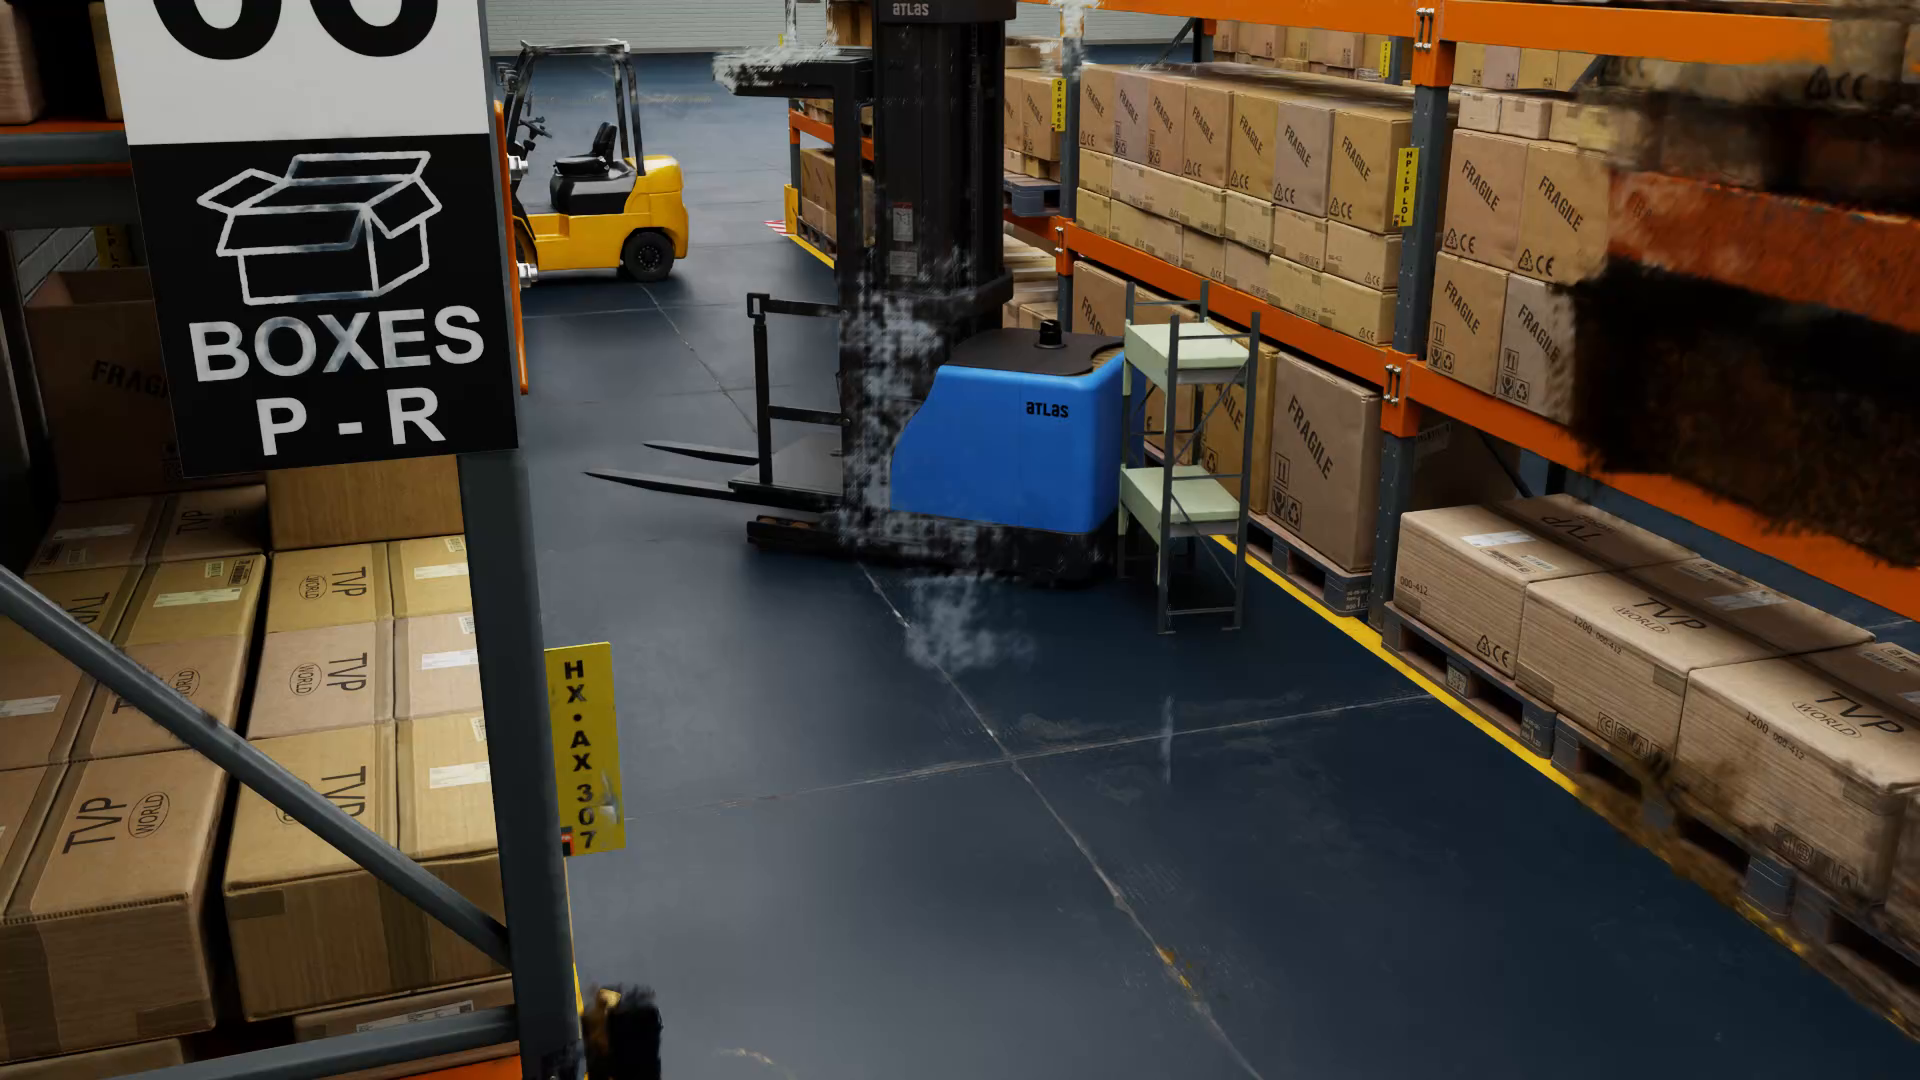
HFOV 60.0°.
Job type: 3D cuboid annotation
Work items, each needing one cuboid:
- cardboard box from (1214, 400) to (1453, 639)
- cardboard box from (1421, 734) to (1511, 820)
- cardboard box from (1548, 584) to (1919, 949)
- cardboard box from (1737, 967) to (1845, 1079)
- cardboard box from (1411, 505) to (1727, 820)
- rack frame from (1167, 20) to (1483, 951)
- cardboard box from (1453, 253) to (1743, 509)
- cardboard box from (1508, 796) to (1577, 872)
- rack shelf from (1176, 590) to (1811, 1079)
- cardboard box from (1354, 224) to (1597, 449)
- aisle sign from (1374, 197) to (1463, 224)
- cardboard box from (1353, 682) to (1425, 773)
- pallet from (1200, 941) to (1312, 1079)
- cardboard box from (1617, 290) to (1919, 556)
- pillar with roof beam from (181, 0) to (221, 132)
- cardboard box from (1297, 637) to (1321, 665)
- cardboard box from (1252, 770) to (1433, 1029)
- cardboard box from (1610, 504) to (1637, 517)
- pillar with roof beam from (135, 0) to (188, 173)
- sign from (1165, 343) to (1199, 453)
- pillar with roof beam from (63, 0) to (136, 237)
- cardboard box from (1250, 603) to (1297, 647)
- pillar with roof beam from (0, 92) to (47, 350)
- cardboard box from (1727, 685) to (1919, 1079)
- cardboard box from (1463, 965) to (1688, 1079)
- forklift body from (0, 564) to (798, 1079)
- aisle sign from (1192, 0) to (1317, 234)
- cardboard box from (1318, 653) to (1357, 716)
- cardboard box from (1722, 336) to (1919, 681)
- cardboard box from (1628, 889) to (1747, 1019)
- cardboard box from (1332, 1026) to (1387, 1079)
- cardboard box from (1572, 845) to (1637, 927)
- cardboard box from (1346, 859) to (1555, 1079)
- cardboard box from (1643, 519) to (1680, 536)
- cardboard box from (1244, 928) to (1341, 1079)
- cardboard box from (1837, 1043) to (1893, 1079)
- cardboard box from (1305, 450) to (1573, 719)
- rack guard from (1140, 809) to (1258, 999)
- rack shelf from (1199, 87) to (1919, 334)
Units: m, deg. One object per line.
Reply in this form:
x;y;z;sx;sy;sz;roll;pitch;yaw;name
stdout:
-1.483;-4.903;17.541;0.500;0.500;0.500;-7;21;-18;cardboard box
-1.210;-4.309;16.847;0.380;0.149;0.250;-6;21;-16;cardboard box
-0.989;-4.411;16.172;0.500;0.500;0.500;-7;21;-18;cardboard box
-0.877;-3.977;15.923;0.380;0.149;0.250;-7;21;-18;cardboard box
-1.156;-4.573;16.624;0.500;0.500;0.500;-7;21;-18;cardboard box
-1.369;-4.897;18.113;1.000;3.000;0.127;-6;21;-17;rack frame
-0.849;-5.251;17.031;0.700;0.500;0.500;-6;21;-17;cardboard box
-1.070;-4.230;16.629;0.380;0.149;0.250;-6;21;-15;cardboard box
-0.740;-3.917;16.448;1.077;0.370;4.000;-6;21;-17;rack shelf
-1.001;-5.414;17.485;0.700;0.500;0.500;-7;21;-19;cardboard box
-1.113;-6.171;17.815;0.394;0.787;0.004;-6;21;-17;aisle sign
-1.323;-4.388;17.068;0.380;0.149;0.250;-6;21;-16;cardboard box
-1.123;-3.296;17.780;1.003;0.211;1.213;-6;21;-17;pallet
-0.591;-5.098;16.605;0.700;0.500;0.500;-7;21;-18;cardboard box
-12.059;-16.957;42.815;9.100;9.000;0.400;-6;21;-17;pillar with roof beam
-1.366;-4.568;17.569;0.380;0.149;0.250;-6;21;-16;cardboard box
-1.370;-3.858;17.557;0.500;0.500;0.500;-7;21;-19;cardboard box
-0.784;-4.778;17.194;0.500;0.500;0.500;-6;21;-17;cardboard box
-10.173;-15.032;37.455;9.100;9.000;0.400;-6;21;-17;pillar with roof beam
-1.884;-5.247;17.806;0.100;0.325;0.005;-6;21;-17;sign
-8.288;-13.106;32.094;9.100;9.000;0.400;-6;21;-17;pillar with roof beam
-1.459;-4.648;17.791;0.380;0.149;0.250;-6;21;-17;cardboard box
-6.402;-11.181;26.733;9.100;9.000;0.400;-6;21;-17;pillar with roof beam
-0.823;-4.247;15.716;0.500;0.500;0.500;-6;21;-16;cardboard box
-1.052;-3.529;16.640;0.500;0.500;0.500;-6;21;-16;cardboard box
-3.752;-3.554;15.630;2.313;2.155;1.214;-6;21;-17;forklift body
-1.683;-6.108;17.637;0.394;0.787;0.004;-6;21;-17;aisle sign
-1.360;-4.475;17.308;0.380;0.149;0.250;-7;21;-19;cardboard box
-0.566;-4.923;16.119;0.700;0.500;0.500;-7;21;-18;cardboard box
-0.992;-4.056;16.142;0.380;0.149;0.250;-6;21;-17;cardboard box
-1.225;-3.348;17.246;0.500;0.250;0.500;-6;21;-15;cardboard box
-1.015;-4.143;16.384;0.380;0.149;0.250;-7;21;-19;cardboard box
-1.202;-3.690;17.091;0.500;0.500;0.500;-7;21;-19;cardboard box
-0.630;-4.617;16.746;0.500;0.500;0.500;-6;21;-17;cardboard box
-1.378;-3.512;17.704;0.500;0.250;0.500;-7;21;-18;cardboard box
-0.825;-3.892;15.686;0.380;0.149;0.250;-7;21;-18;cardboard box
-1.318;-4.737;17.079;0.500;0.500;0.500;-6;21;-16;cardboard box
-1.345;-3.696;18.468;1.175;0.500;0.348;-6;21;-17;rack guard
-0.740;-5.328;15.941;1.077;0.370;4.000;-6;21;-17;rack shelf
